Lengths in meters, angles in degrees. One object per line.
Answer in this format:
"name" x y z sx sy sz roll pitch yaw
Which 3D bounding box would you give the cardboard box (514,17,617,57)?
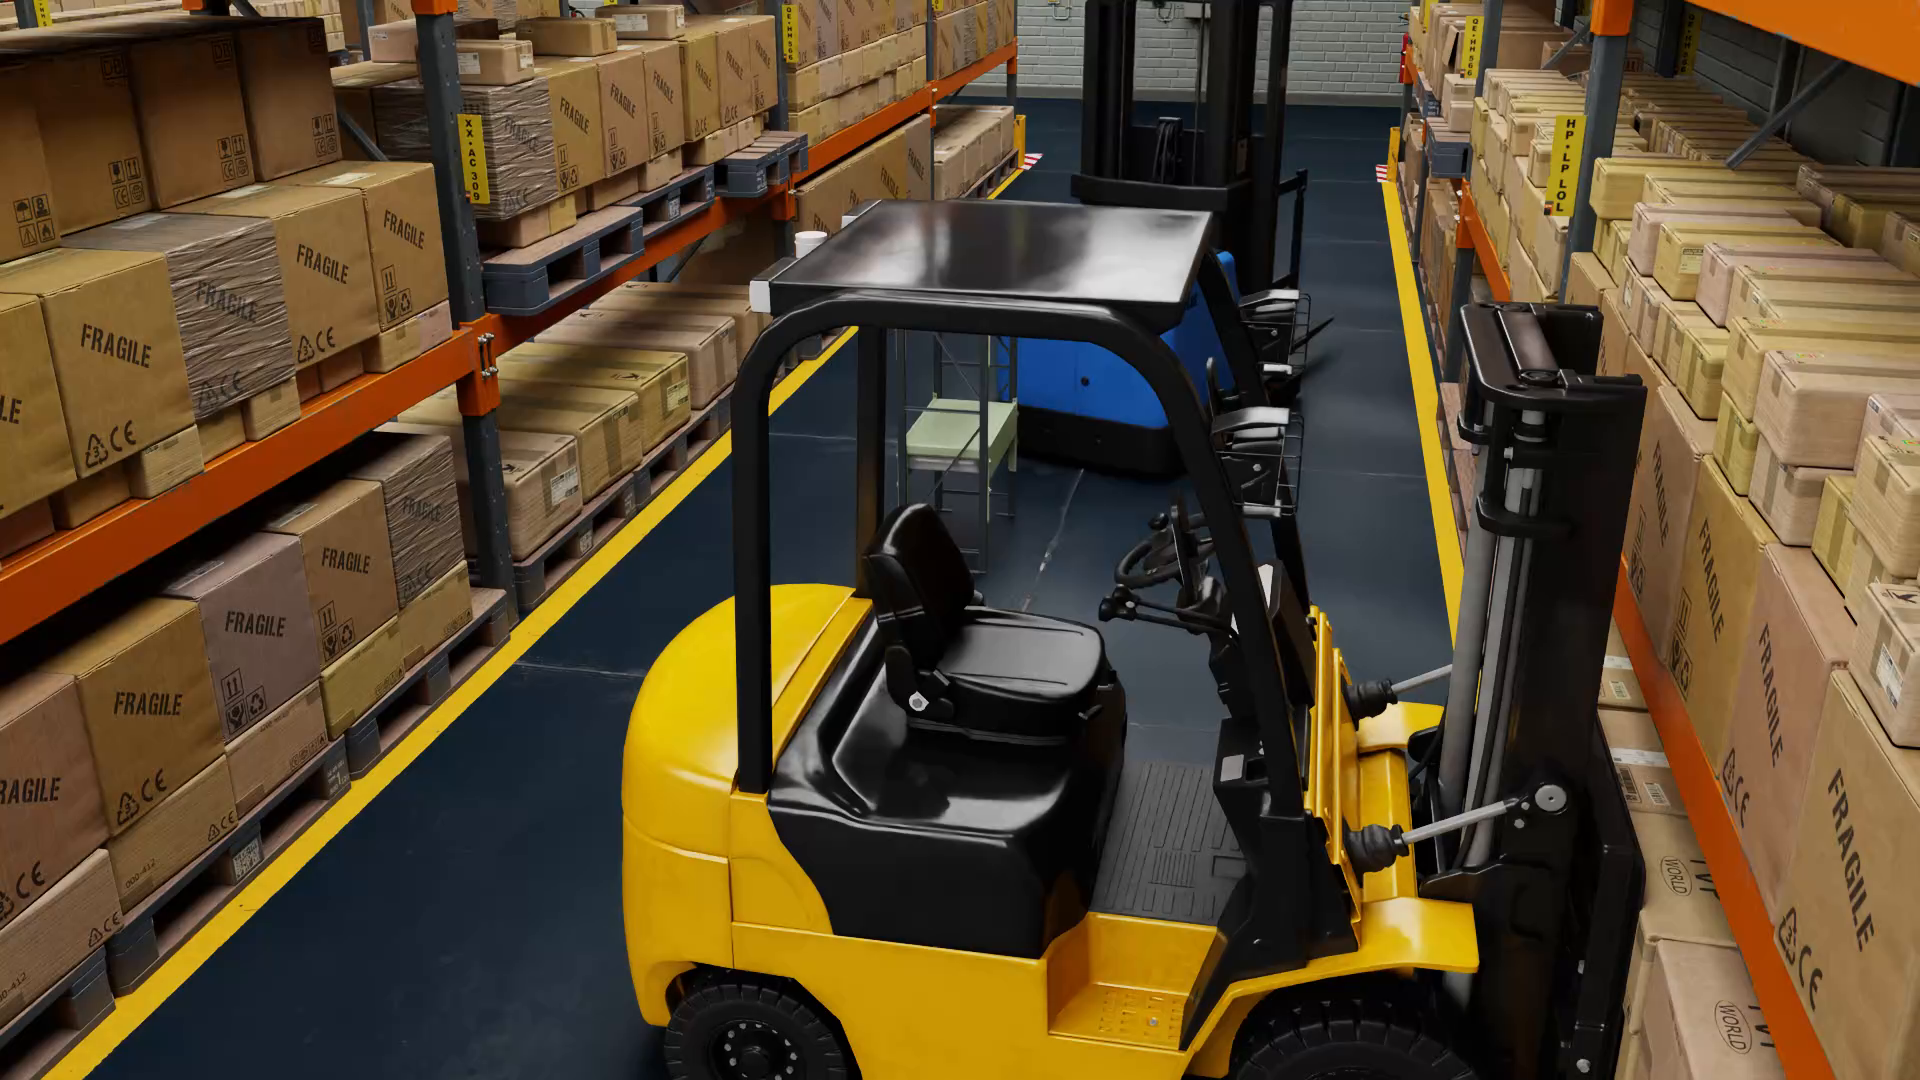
"cardboard box" -1.788 -2.288 7.558 0.380 0.149 0.250 6 23 14

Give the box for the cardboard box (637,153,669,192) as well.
"cardboard box" -1.636 -1.789 8.054 0.380 0.149 0.250 5 23 13

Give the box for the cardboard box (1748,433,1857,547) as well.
"cardboard box" 1.695 -0.091 3.061 0.380 0.149 0.250 4 22 9

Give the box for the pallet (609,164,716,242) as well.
"pallet" -1.899 -1.705 8.328 1.003 0.211 1.213 4 22 11

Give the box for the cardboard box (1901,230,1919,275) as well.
"cardboard box" 2.544 -0.650 4.053 0.380 0.149 0.250 4 22 10

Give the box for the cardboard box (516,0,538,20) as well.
"cardboard box" -4.719 -5.599 17.210 0.500 0.500 0.500 4 22 10

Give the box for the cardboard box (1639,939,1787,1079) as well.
"cardboard box" 1.579 1.019 3.087 0.500 0.250 0.500 5 22 12

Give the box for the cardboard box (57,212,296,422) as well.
"cardboard box" -2.398 -0.682 5.000 0.500 0.500 0.500 5 22 12

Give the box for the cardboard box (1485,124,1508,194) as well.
"cardboard box" 2.767 -1.789 7.813 0.500 0.250 0.500 4 22 10

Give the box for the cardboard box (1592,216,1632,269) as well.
"cardboard box" 2.186 -0.932 5.150 0.380 0.149 0.250 4 22 10

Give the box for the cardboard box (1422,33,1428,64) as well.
"cardboard box" 4.094 -4.064 13.733 0.500 0.250 0.500 5 22 11

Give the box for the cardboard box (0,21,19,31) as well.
"cardboard box" -6.697 -3.521 11.560 0.380 0.149 0.250 4 22 10

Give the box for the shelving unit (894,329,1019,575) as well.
"shelving unit" -0.001 -0.693 7.567 0.431 1.500 0.755 4 22 11

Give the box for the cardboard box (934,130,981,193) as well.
"cardboard box" -0.304 -3.539 15.493 0.875 0.438 0.875 4 22 9

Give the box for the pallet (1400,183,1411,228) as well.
"pallet" 4.529 -3.012 15.050 1.003 0.211 1.213 4 22 11

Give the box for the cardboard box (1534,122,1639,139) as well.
"cardboard box" 2.593 -1.640 6.908 0.380 0.149 0.250 5 22 11

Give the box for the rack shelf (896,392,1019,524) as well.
"rack shelf" -0.001 -0.391 7.689 0.431 0.370 0.720 4 22 11

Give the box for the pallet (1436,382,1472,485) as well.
"pallet" 3.119 -0.552 8.942 1.003 0.211 1.213 4 22 11

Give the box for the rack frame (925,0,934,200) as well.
"rack frame" -0.719 -3.984 13.730 1.000 3.000 0.127 4 22 11

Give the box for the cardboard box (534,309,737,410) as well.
"cardboard box" -1.803 -1.020 9.327 0.950 0.372 0.625 4 22 10

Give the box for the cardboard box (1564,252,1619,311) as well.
"cardboard box" 2.162 -0.585 5.157 0.500 0.500 0.500 4 22 9

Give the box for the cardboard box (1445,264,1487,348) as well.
"cardboard box" 3.201 -1.350 9.975 0.500 0.500 0.500 5 22 12

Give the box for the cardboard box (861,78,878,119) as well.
"cardboard box" -0.892 -3.172 11.916 0.500 0.250 0.500 4 22 11

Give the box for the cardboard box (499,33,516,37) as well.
"cardboard box" -2.055 -2.367 8.622 0.500 0.500 0.500 5 22 12

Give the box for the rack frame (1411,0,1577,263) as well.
"rack frame" 4.141 -3.607 12.794 1.000 3.000 0.127 4 22 11

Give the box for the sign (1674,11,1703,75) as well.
"sign" 3.869 -2.640 8.843 0.100 0.325 0.005 4 22 11

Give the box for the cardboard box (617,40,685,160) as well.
"cardboard box" -1.665 -2.138 8.054 0.500 0.500 0.500 4 22 9

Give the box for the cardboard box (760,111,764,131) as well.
"cardboard box" -1.372 -2.461 9.724 0.380 0.149 0.250 5 23 13

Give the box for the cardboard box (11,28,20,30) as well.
"cardboard box" -6.117 -3.371 11.187 0.380 0.149 0.250 4 22 11

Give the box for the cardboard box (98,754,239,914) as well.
"cardboard box" -2.522 0.825 4.908 0.500 0.250 0.500 6 23 15

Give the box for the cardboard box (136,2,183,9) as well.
"cardboard box" -6.327 -4.189 13.216 0.380 0.149 0.250 4 22 10

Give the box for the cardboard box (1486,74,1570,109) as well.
"cardboard box" 2.918 -2.299 8.545 0.380 0.149 0.250 5 22 12

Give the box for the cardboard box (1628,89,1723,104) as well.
"cardboard box" 3.418 -2.067 7.969 0.380 0.149 0.250 4 22 10

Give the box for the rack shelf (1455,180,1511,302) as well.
"rack shelf" 2.917 -1.079 7.480 1.077 0.370 4.000 4 22 11

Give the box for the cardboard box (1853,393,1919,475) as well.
"cardboard box" 1.730 -0.126 2.751 0.380 0.149 0.250 5 22 11

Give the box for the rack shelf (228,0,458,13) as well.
"rack shelf" -1.943 -2.847 7.856 1.077 0.370 4.000 4 22 11

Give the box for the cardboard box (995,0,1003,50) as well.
"cardboard box" 0.141 -5.114 16.403 0.500 0.500 0.500 4 22 10

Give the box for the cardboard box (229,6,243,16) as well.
"cardboard box" -5.743 -4.040 12.848 0.380 0.149 0.250 3 22 9

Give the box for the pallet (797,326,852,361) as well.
"pallet" -1.301 -1.510 11.320 1.003 0.211 1.213 4 22 11

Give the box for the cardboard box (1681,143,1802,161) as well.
"cardboard box" 2.980 -1.421 6.364 0.380 0.149 0.250 4 22 10

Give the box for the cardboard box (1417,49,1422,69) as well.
"cardboard box" 4.276 -4.289 14.823 0.380 0.149 0.250 5 22 12

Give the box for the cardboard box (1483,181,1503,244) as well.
"cardboard box" 2.789 -1.558 7.908 0.500 0.250 0.500 4 22 9

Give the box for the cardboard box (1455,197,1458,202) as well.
"cardboard box" 3.576 -2.249 11.338 0.380 0.149 0.250 5 22 11

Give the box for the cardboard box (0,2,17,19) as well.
"cardboard box" -9.862 -5.331 16.877 0.500 0.250 0.500 5 22 12

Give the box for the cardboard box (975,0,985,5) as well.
"cardboard box" -0.055 -5.205 15.289 0.500 0.500 0.500 4 22 11

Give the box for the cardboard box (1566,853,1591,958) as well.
"cardboard box" 1.789 0.873 4.120 0.500 0.250 0.500 4 22 11

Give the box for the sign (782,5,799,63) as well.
"sign" -1.002 -2.983 9.802 0.100 0.325 0.005 4 22 11

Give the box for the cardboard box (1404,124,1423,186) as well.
"cardboard box" 4.527 -3.579 15.508 0.700 0.500 0.500 5 23 13

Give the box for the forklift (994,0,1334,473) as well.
"forklift" 1.377 -2.204 9.403 1.130 2.935 3.031 13 25 29

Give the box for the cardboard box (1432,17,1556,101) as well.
"cardboard box" 3.557 -3.212 11.117 0.700 0.500 0.500 4 22 11

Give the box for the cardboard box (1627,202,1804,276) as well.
"cardboard box" 1.992 -0.789 4.398 0.380 0.149 0.250 5 22 12

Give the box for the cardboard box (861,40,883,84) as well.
"cardboard box" -0.853 -3.404 11.823 0.500 0.250 0.500 5 22 12

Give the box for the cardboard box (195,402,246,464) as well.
"cardboard box" -2.404 -0.338 5.013 0.380 0.149 0.250 4 22 10

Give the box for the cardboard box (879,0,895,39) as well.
"cardboard box" -0.785 -3.938 12.143 0.500 0.500 0.500 5 23 13
